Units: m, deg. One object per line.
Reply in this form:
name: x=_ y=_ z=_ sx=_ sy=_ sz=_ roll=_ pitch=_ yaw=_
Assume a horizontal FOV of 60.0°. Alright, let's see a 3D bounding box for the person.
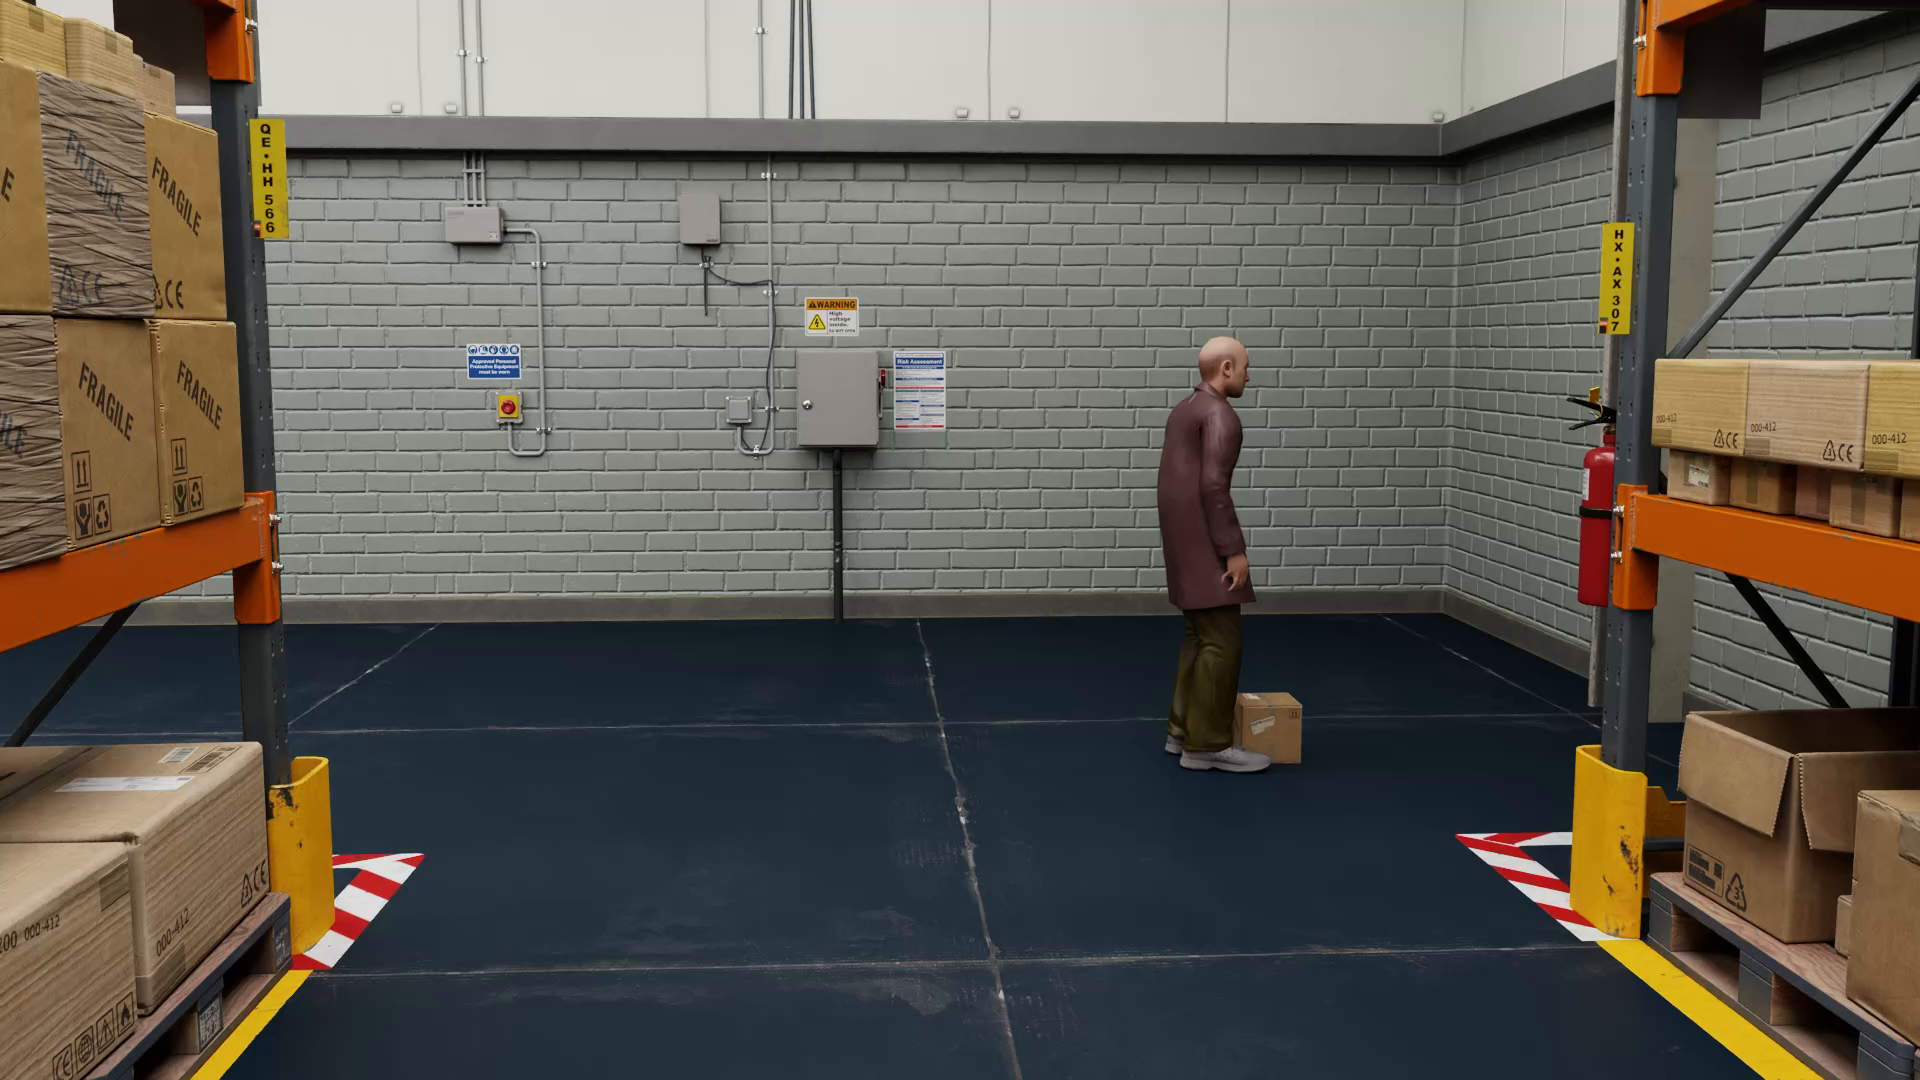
person: x=1.045 y=0.041 z=6.953 sx=0.429 sy=1.772 sz=0.649 roll=-1 pitch=7 yaw=-7
